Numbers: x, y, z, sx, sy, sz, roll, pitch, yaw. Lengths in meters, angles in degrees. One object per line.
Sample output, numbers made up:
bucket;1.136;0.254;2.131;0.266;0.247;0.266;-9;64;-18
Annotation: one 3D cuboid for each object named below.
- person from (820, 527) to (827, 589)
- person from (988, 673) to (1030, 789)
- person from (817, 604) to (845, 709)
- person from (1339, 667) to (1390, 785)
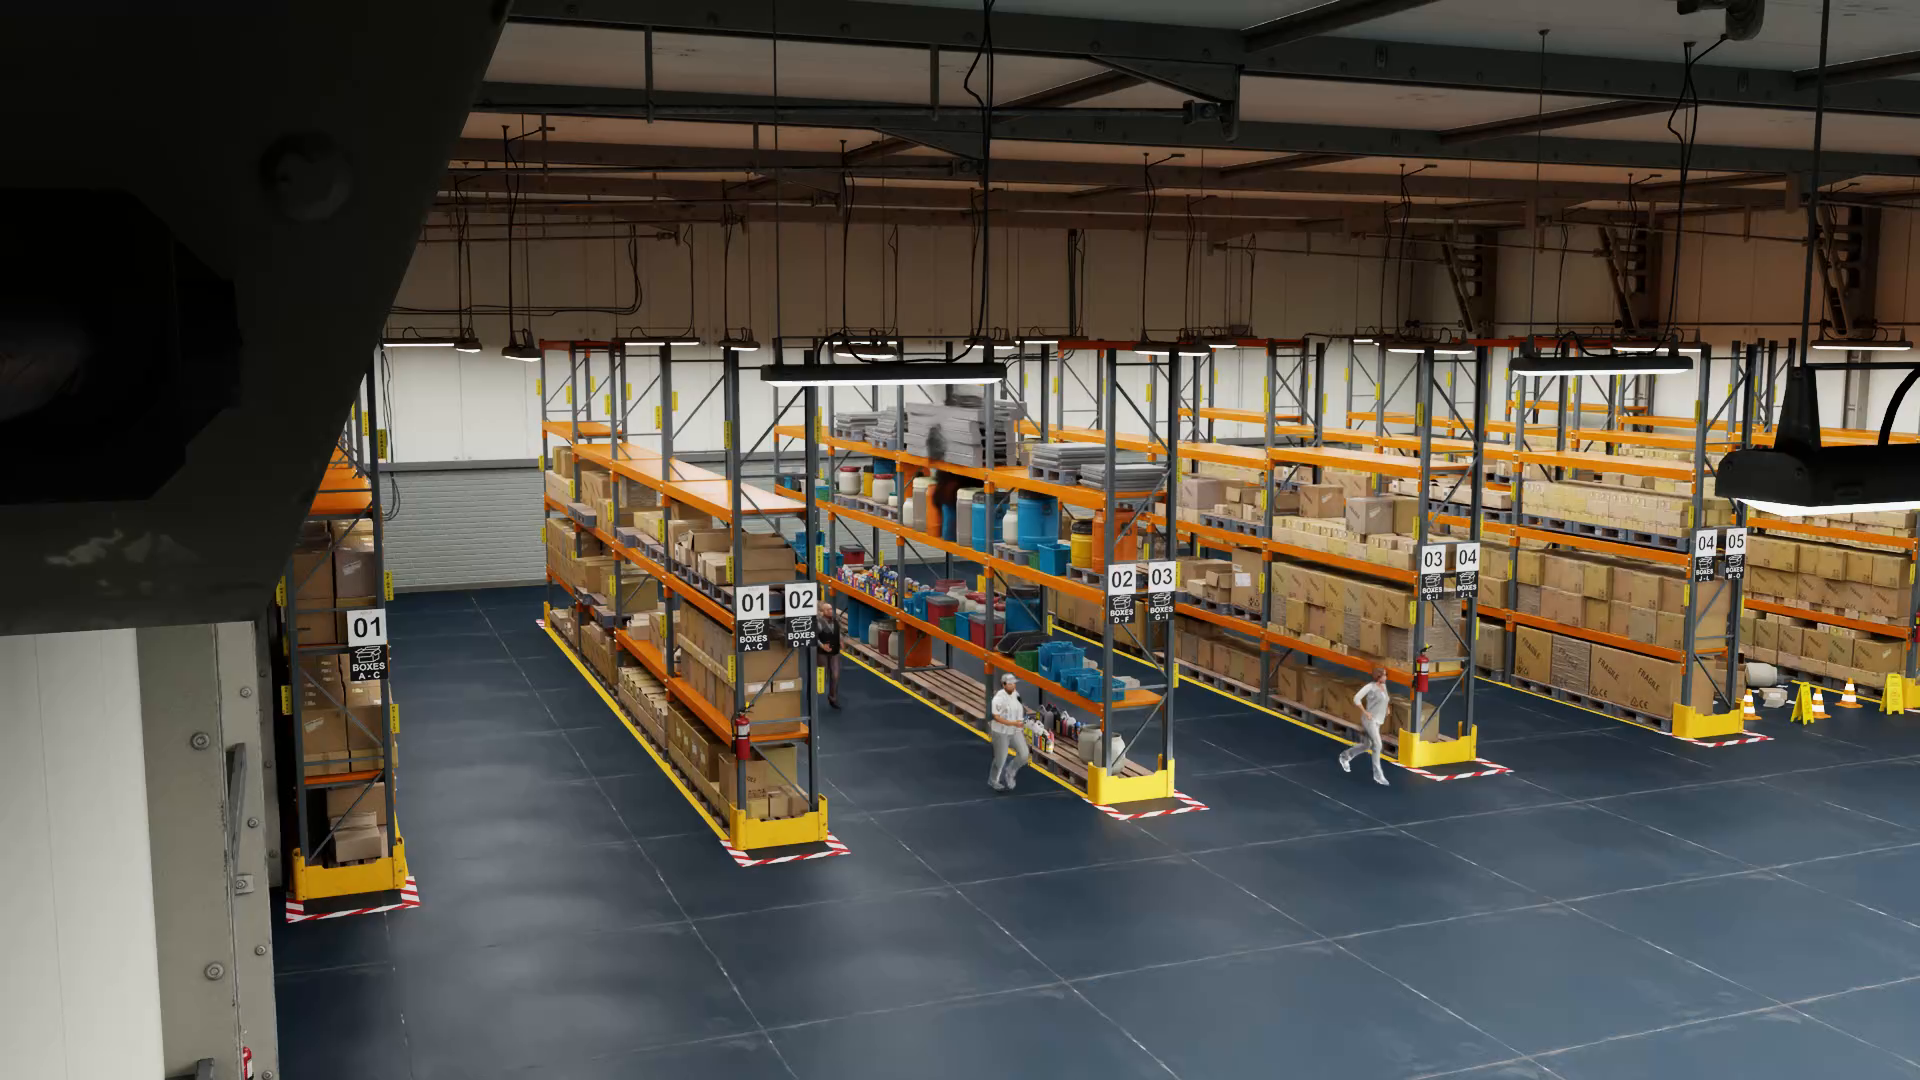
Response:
person;-3.189;0.536;37.896;0.602;1.735;0.678;0;7;1
person;0.665;2.597;22.483;0.577;1.626;0.719;-6;10;-39
person;-2.213;1.905;27.611;0.683;1.725;0.794;-5;9;-35
person;5.750;2.591;23.239;0.842;1.477;0.566;7;10;42
